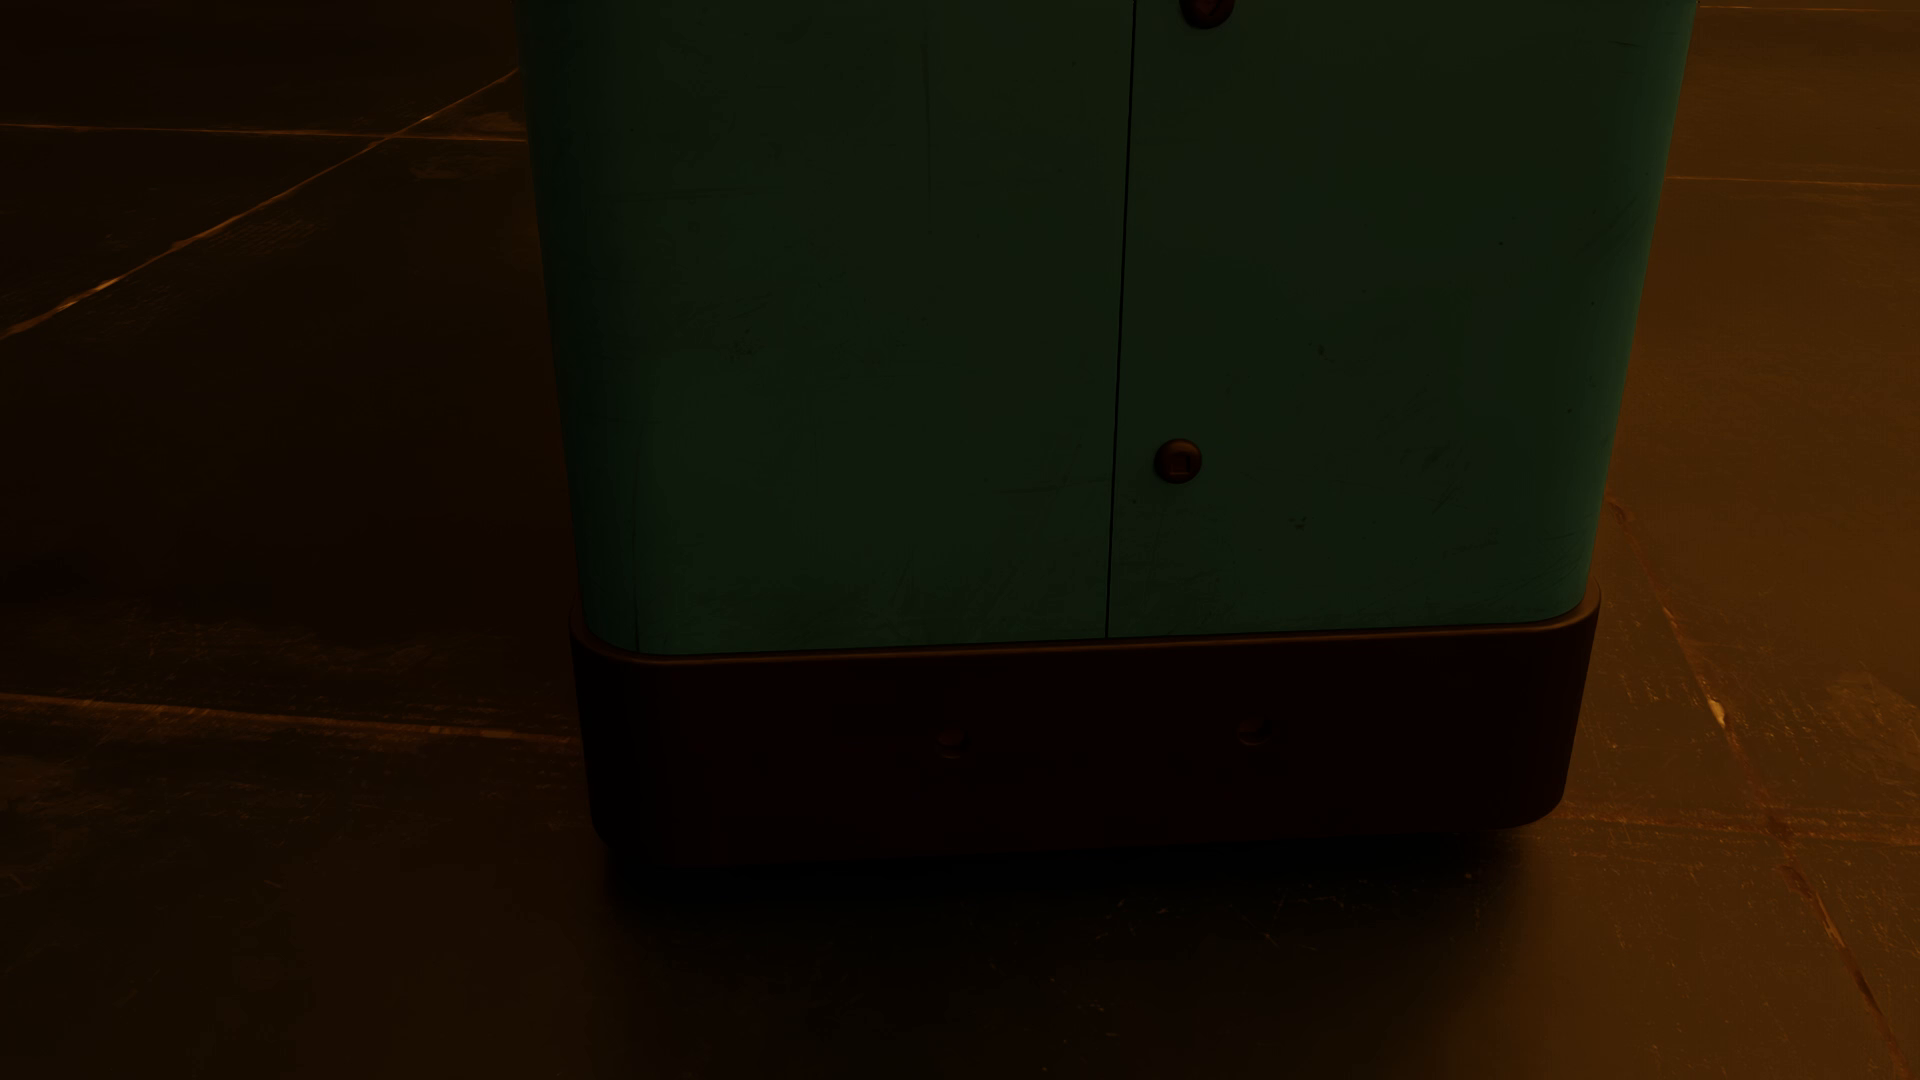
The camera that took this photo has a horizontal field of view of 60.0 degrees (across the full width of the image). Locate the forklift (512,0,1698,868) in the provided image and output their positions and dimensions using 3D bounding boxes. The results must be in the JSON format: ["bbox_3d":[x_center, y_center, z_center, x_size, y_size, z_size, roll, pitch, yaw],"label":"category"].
[{"bbox_3d":[0.027,-1.605,2.433,1.130,2.935,3.031,-2,27,-4],"label":"forklift"}]
